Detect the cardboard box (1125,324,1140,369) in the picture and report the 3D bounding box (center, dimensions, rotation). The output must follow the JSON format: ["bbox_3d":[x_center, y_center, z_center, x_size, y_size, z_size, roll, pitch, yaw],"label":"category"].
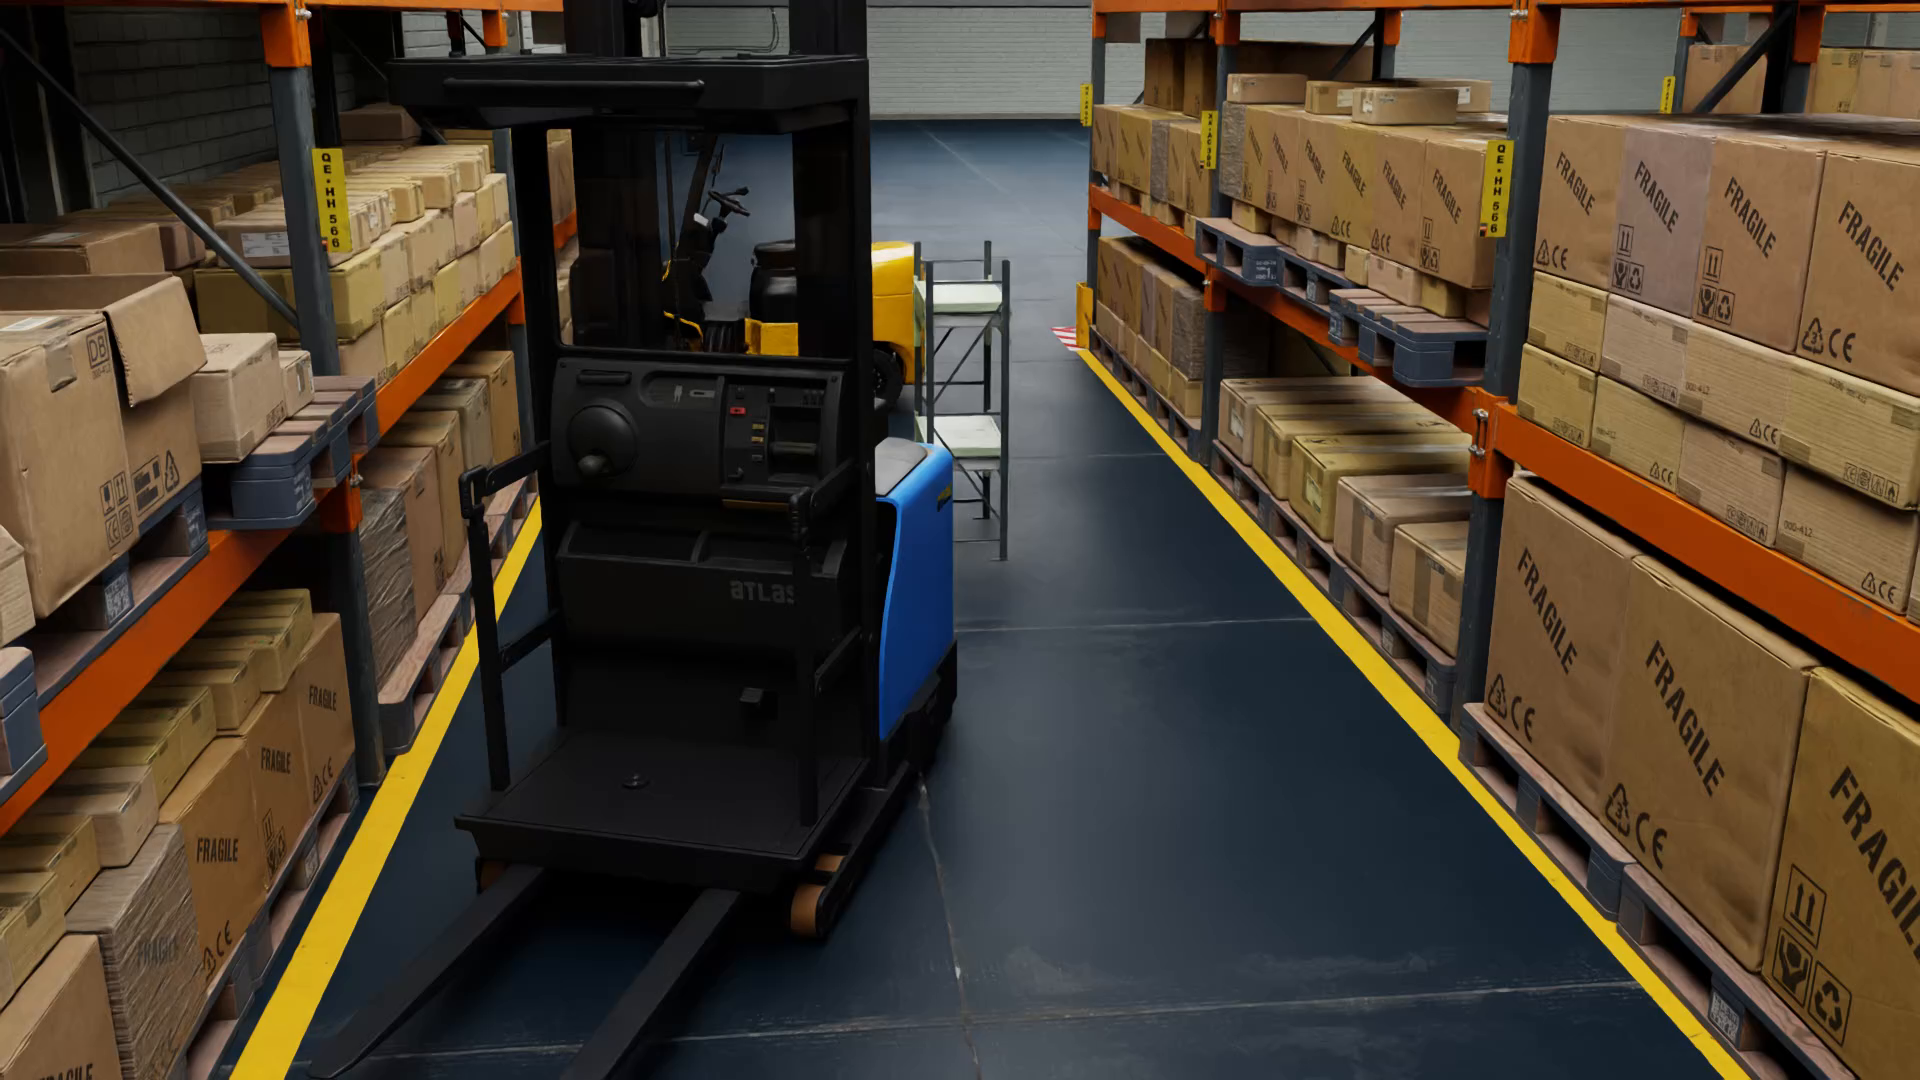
[{"bbox_3d":[1.479,-1.417,12.071,0.500,0.250,0.500,-1,17,-2],"label":"cardboard box"}]

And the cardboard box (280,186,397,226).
[{"bbox_3d":[-2.471,-1.322,6.629,0.380,0.149,0.250,-2,17,-5],"label":"cardboard box"}]

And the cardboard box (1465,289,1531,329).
[{"bbox_3d":[2.114,-0.879,6.188,0.380,0.149,0.250,-1,17,-4],"label":"cardboard box"}]

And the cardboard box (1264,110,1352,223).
[{"bbox_3d":[1.822,-1.844,8.179,0.500,0.500,0.500,-2,18,-6],"label":"cardboard box"}]

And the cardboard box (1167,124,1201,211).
[{"bbox_3d":[1.616,-2.367,10.546,0.500,0.500,0.500,-1,17,-4],"label":"cardboard box"}]

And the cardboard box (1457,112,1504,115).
[{"bbox_3d":[2.345,-1.858,8.222,0.500,0.500,0.500,-1,17,-4],"label":"cardboard box"}]

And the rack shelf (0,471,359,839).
[{"bbox_3d":[-2.349,0.385,3.643,1.077,0.370,4.000,-2,18,-6],"label":"rack shelf"}]

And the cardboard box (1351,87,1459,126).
[{"bbox_3d":[1.932,-1.886,7.230,0.380,0.149,0.250,-3,18,-8],"label":"cardboard box"}]

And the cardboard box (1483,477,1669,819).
[{"bbox_3d":[2.370,0.314,5.517,0.875,0.875,0.875,-2,18,-6],"label":"cardboard box"}]

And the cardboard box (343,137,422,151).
[{"bbox_3d":[-3.257,-2.190,9.397,0.380,0.149,0.250,-2,18,-6],"label":"cardboard box"}]

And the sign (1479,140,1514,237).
[{"bbox_3d":[1.843,-1.203,5.701,0.100,0.325,0.005,-2,18,-6],"label":"sign"}]

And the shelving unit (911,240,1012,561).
[{"bbox_3d":[-0.001,-0.718,8.459,0.431,1.500,0.755,-2,18,-6],"label":"shelving unit"}]

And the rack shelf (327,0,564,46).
[{"bbox_3d":[-3.174,-3.429,10.785,1.077,0.370,4.000,-2,18,-6],"label":"rack shelf"}]

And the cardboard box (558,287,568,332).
[{"bbox_3d":[-2.748,-1.417,10.404,0.500,0.250,0.500,-2,18,-6],"label":"cardboard box"}]

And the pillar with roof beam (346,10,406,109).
[{"bbox_3d":[0.077,-5.697,11.800,9.100,9.000,0.400,-2,18,-6],"label":"pillar with roof beam"}]

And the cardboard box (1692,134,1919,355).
[{"bbox_3d":[2.288,-0.776,4.306,0.500,0.500,0.500,-1,17,-4],"label":"cardboard box"}]

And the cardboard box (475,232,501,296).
[{"bbox_3d":[-2.598,-1.382,8.322,0.500,0.250,0.500,-2,18,-6],"label":"cardboard box"}]

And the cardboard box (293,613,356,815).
[{"bbox_3d":[-2.298,0.558,5.364,0.500,0.500,0.500,-1,17,-4],"label":"cardboard box"}]

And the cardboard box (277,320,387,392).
[{"bbox_3d":[-2.358,-0.622,5.900,0.500,0.250,0.500,-2,18,-5],"label":"cardboard box"}]

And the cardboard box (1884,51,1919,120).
[{"bbox_3d":[6.706,-2.941,10.984,0.875,0.550,0.550,-2,18,-6],"label":"cardboard box"}]

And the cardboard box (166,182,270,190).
[{"bbox_3d":[-3.047,-1.378,6.809,0.380,0.149,0.250,-2,18,-7],"label":"cardboard box"}]

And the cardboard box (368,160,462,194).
[{"bbox_3d":[-2.571,-1.703,7.843,0.380,0.149,0.250,-2,18,-7],"label":"cardboard box"}]

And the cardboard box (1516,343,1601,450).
[{"bbox_3d":[2.182,-0.483,5.458,0.500,0.250,0.500,-2,18,-7],"label":"cardboard box"}]

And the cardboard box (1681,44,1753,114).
[{"bbox_3d":[6.469,-3.750,13.560,0.875,0.550,0.550,-2,18,-6],"label":"cardboard box"}]

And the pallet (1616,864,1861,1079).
[{"bbox_3d":[2.511,1.222,4.432,1.003,0.211,1.213,-2,18,-6],"label":"pallet"}]

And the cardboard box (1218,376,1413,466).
[{"bbox_3d":[2.026,-0.690,9.554,0.950,0.372,0.625,-2,17,-5],"label":"cardboard box"}]

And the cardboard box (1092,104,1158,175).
[{"bbox_3d":[1.329,-3.132,12.981,0.500,0.500,0.500,-2,18,-6],"label":"cardboard box"}]

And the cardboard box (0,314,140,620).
[{"bbox_3d":[-2.105,-0.149,3.276,0.700,0.500,0.500,-2,18,-6],"label":"cardboard box"}]

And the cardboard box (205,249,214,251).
[{"bbox_3d":[-2.933,-0.998,6.264,0.500,0.250,0.500,-2,18,-5],"label":"cardboard box"}]

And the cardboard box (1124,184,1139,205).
[{"bbox_3d":[1.413,-2.555,12.226,0.380,0.149,0.250,-1,17,-4],"label":"cardboard box"}]

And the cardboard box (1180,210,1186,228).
[{"bbox_3d":[1.639,-2.095,10.762,0.380,0.149,0.250,-2,18,-6],"label":"cardboard box"}]

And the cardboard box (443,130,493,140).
[{"bbox_3d":[-2.706,-2.349,9.404,0.380,0.149,0.250,-1,17,-5],"label":"cardboard box"}]

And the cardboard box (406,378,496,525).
[{"bbox_3d":[-2.831,-0.426,8.290,0.875,0.625,0.625,-2,18,-6],"label":"cardboard box"}]

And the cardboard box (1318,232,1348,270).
[{"bbox_3d":[1.875,-1.338,7.650,0.380,0.149,0.250,-2,18,-7],"label":"cardboard box"}]

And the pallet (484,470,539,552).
[{"bbox_3d":[-2.853,-0.197,8.951,1.003,0.211,1.213,-2,18,-6],"label":"pallet"}]

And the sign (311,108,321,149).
[{"bbox_3d":[-3.520,-2.179,9.031,0.100,0.325,0.005,-2,18,-6],"label":"sign"}]

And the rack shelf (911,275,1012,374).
[{"bbox_3d":[-0.001,-1.090,8.342,0.431,0.370,0.720,-2,18,-6],"label":"rack shelf"}]

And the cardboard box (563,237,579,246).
[{"bbox_3d":[-3.023,-2.175,12.818,0.500,0.250,0.500,-1,17,-4],"label":"cardboard box"}]

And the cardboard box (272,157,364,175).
[{"bbox_3d":[-3.098,-1.760,8.025,0.380,0.149,0.250,-2,18,-6],"label":"cardboard box"}]

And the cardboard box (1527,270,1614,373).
[{"bbox_3d":[2.188,-0.716,5.367,0.500,0.250,0.500,-2,18,-6],"label":"cardboard box"}]

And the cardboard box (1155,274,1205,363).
[{"bbox_3d":[1.587,-1.466,10.975,0.500,0.500,0.500,-1,17,-5],"label":"cardboard box"}]

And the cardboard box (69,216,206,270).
[{"bbox_3d":[-2.790,-1.002,5.610,0.380,0.149,0.250,-1,17,-4],"label":"cardboard box"}]

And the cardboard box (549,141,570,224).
[{"bbox_3d":[-2.908,-2.389,11.113,0.500,0.500,0.500,-2,18,-5],"label":"cardboard box"}]

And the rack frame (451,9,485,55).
[{"bbox_3d":[-3.380,-2.937,13.025,1.000,3.000,0.127,-2,18,-6],"label":"rack frame"}]

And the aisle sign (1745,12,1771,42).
[{"bbox_3d":[6.761,-4.545,13.807,0.394,0.787,0.004,-2,18,-6],"label":"aisle sign"}]

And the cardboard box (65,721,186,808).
[{"bbox_3d":[-2.202,0.583,4.202,0.380,0.149,0.250,-2,18,-6],"label":"cardboard box"}]

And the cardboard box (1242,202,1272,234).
[{"bbox_3d":[1.729,-1.731,8.902,0.380,0.149,0.250,-1,17,-5],"label":"cardboard box"}]

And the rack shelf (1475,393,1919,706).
[{"bbox_3d":[2.588,0.231,4.135,1.077,0.370,4.000,-2,18,-6],"label":"rack shelf"}]

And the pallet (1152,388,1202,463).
[{"bbox_3d":[1.865,-0.768,10.772,1.003,0.211,1.213,-2,18,-6],"label":"pallet"}]

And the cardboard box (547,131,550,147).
[{"bbox_3d":[-2.843,-2.588,10.663,0.380,0.149,0.250,-2,18,-7],"label":"cardboard box"}]

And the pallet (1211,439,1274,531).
[{"bbox_3d":[2.051,-0.338,9.400,1.003,0.211,1.213,-2,18,-6],"label":"pallet"}]

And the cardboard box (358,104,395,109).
[{"bbox_3d":[-3.415,-2.557,10.069,0.380,0.149,0.250,-2,18,-7],"label":"cardboard box"}]

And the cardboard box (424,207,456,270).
[{"bbox_3d":[-2.522,-1.318,7.282,0.500,0.250,0.500,-2,17,-5],"label":"cardboard box"}]

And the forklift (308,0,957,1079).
[{"bbox_3d":[-0.857,-0.342,4.872,1.130,2.935,3.031,4,18,13],"label":"forklift"}]
